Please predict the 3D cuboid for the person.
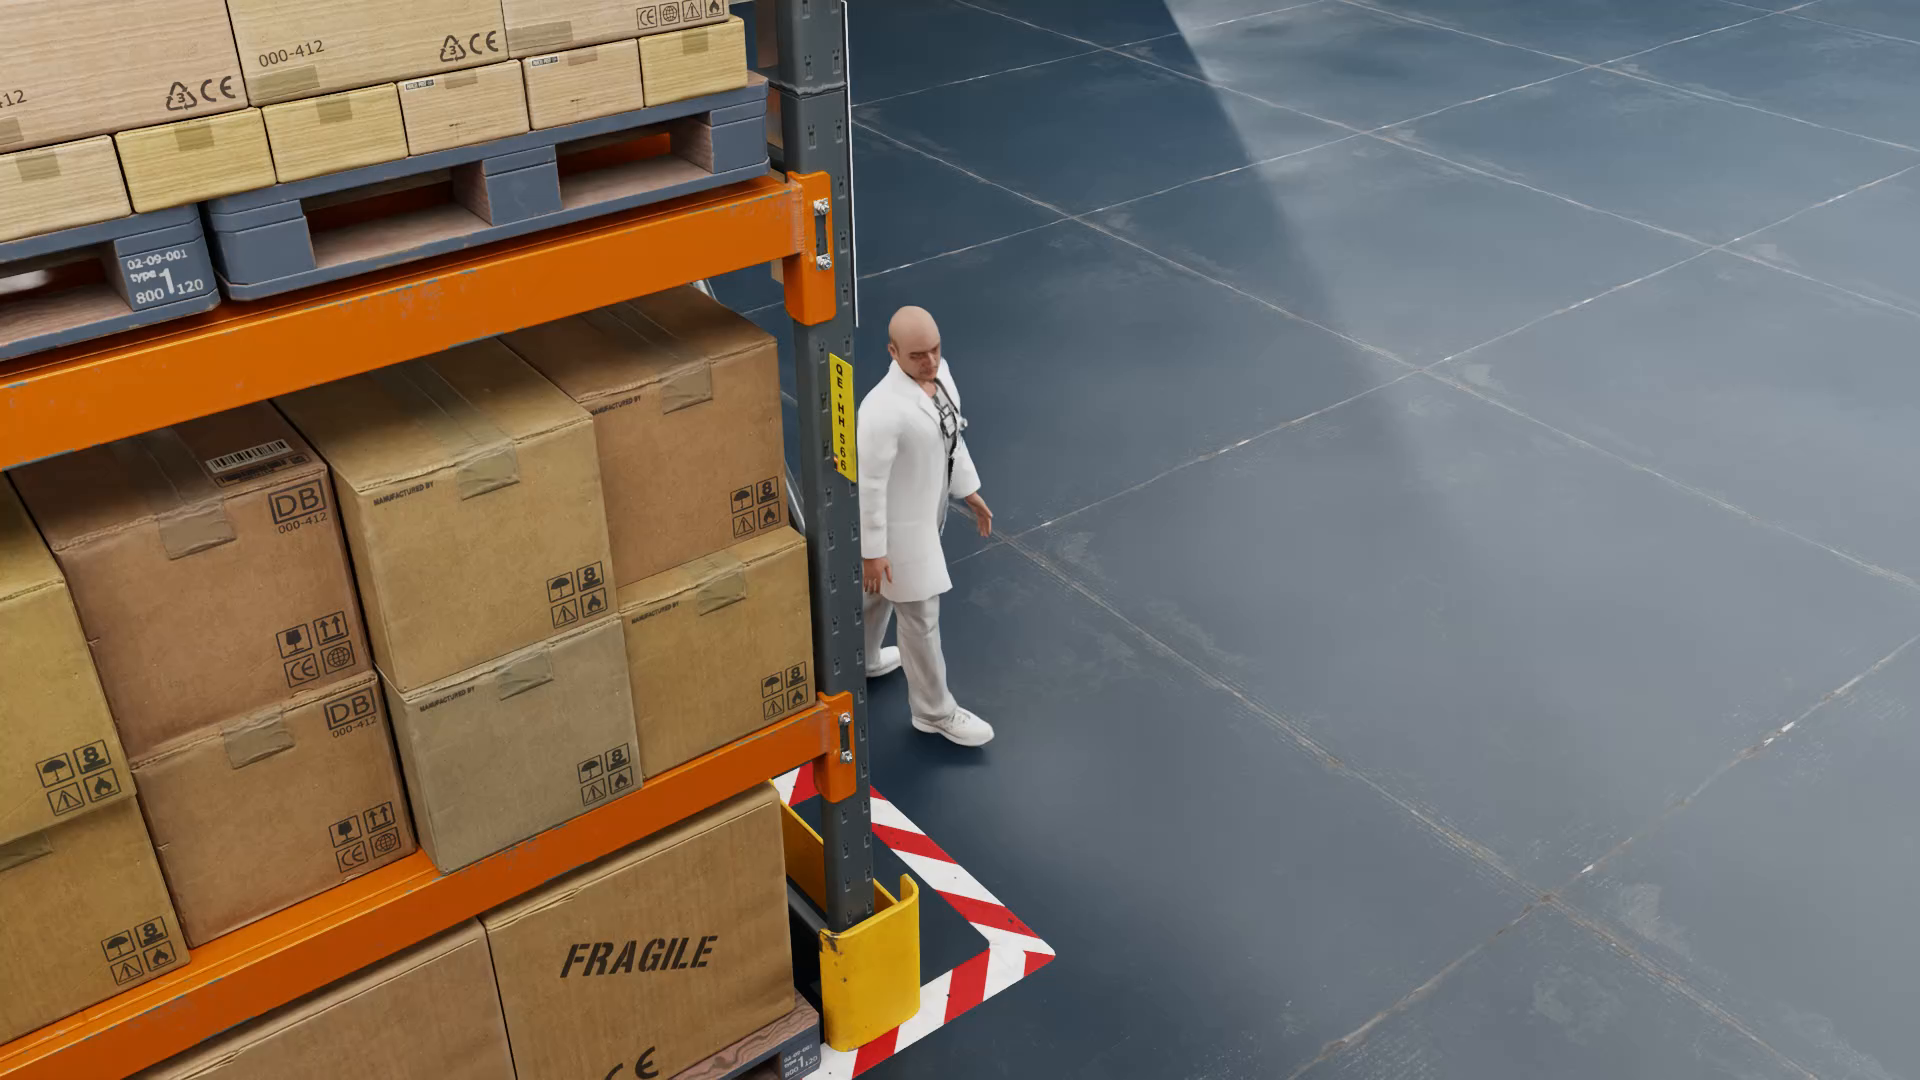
[{"bbox_3d":[-0.194,-0.064,6.236,0.766,1.769,0.610,9,33,14],"label":"person"}]
